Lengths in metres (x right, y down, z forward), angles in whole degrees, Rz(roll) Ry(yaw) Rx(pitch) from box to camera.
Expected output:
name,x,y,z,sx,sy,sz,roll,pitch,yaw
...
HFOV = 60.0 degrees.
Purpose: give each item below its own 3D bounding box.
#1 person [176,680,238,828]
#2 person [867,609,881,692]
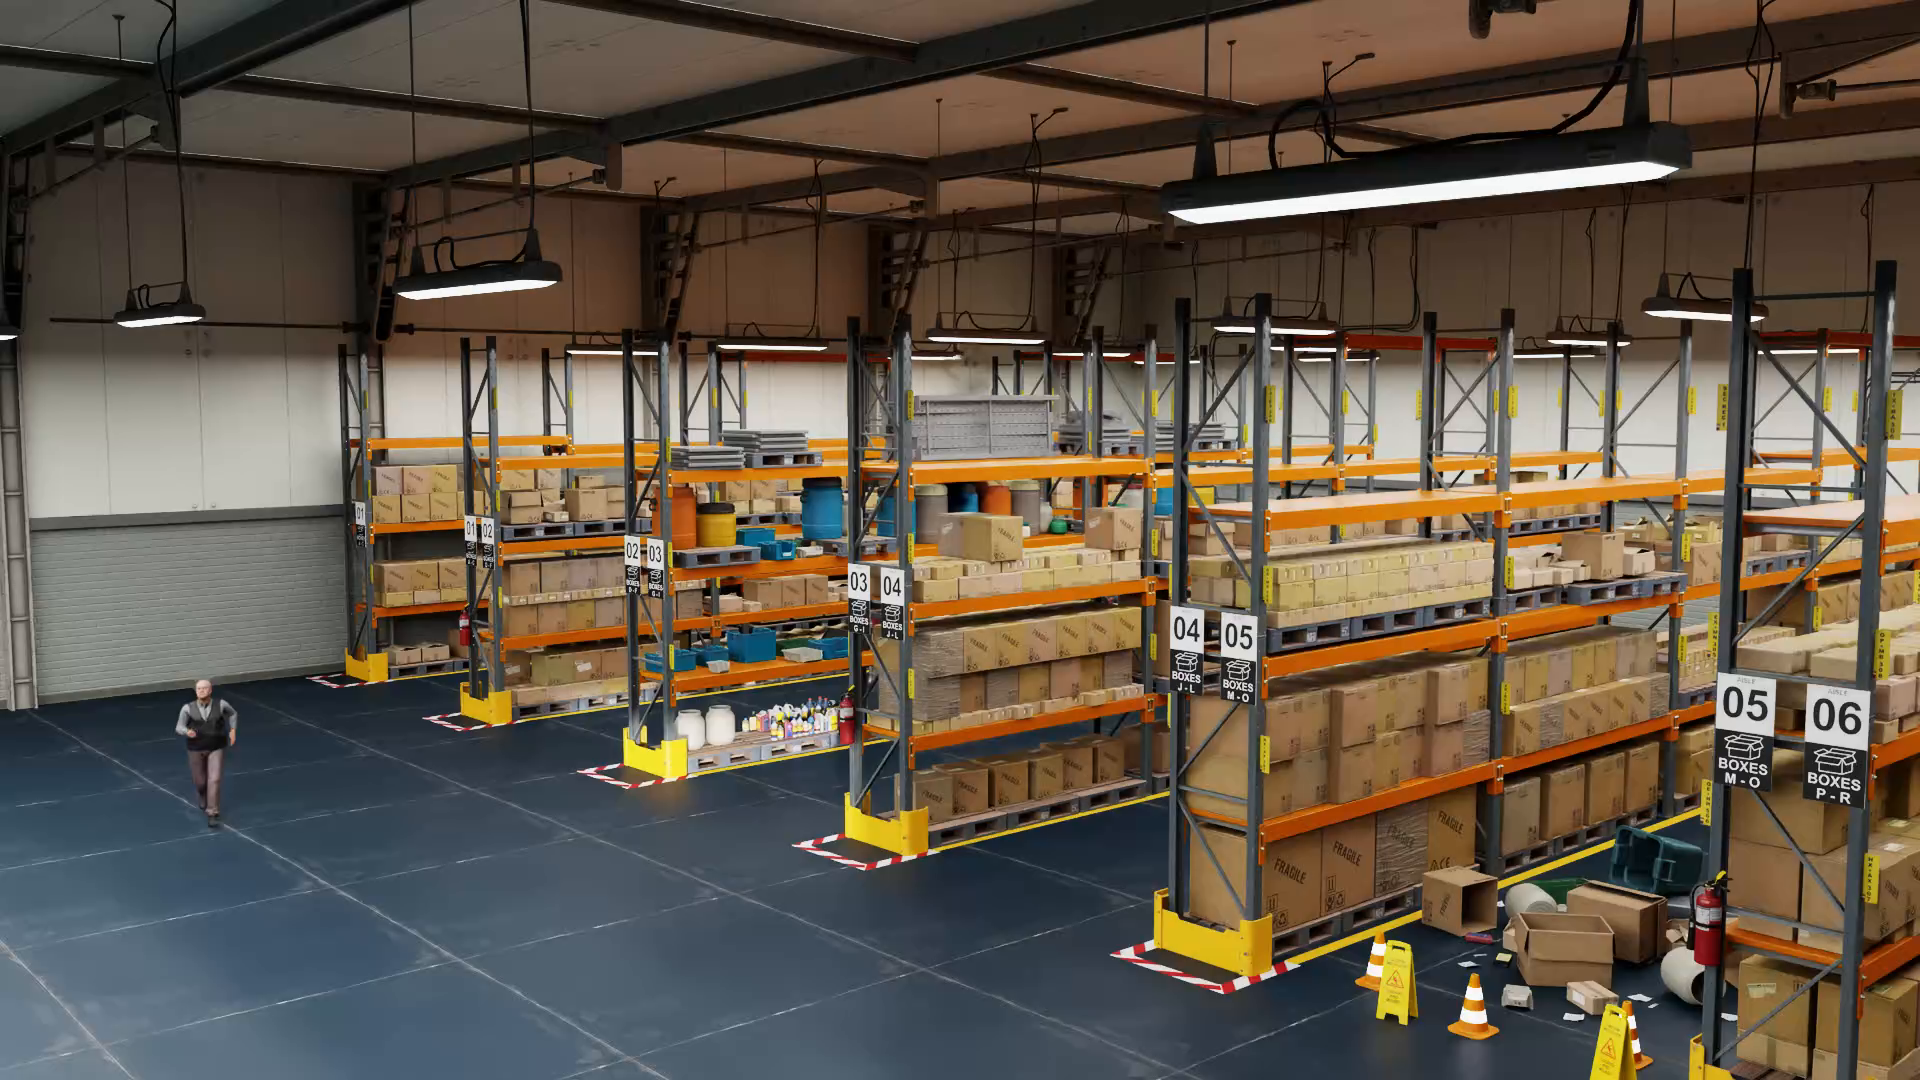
name,x,y,z,sx,sy,sz,roll,pitch,yaw
person,-8.992,2.515,19.851,0.661,1.677,1.054,-2,5,-20
person,-1.428,1.562,27.445,0.770,1.896,0.645,-4,7,-39
